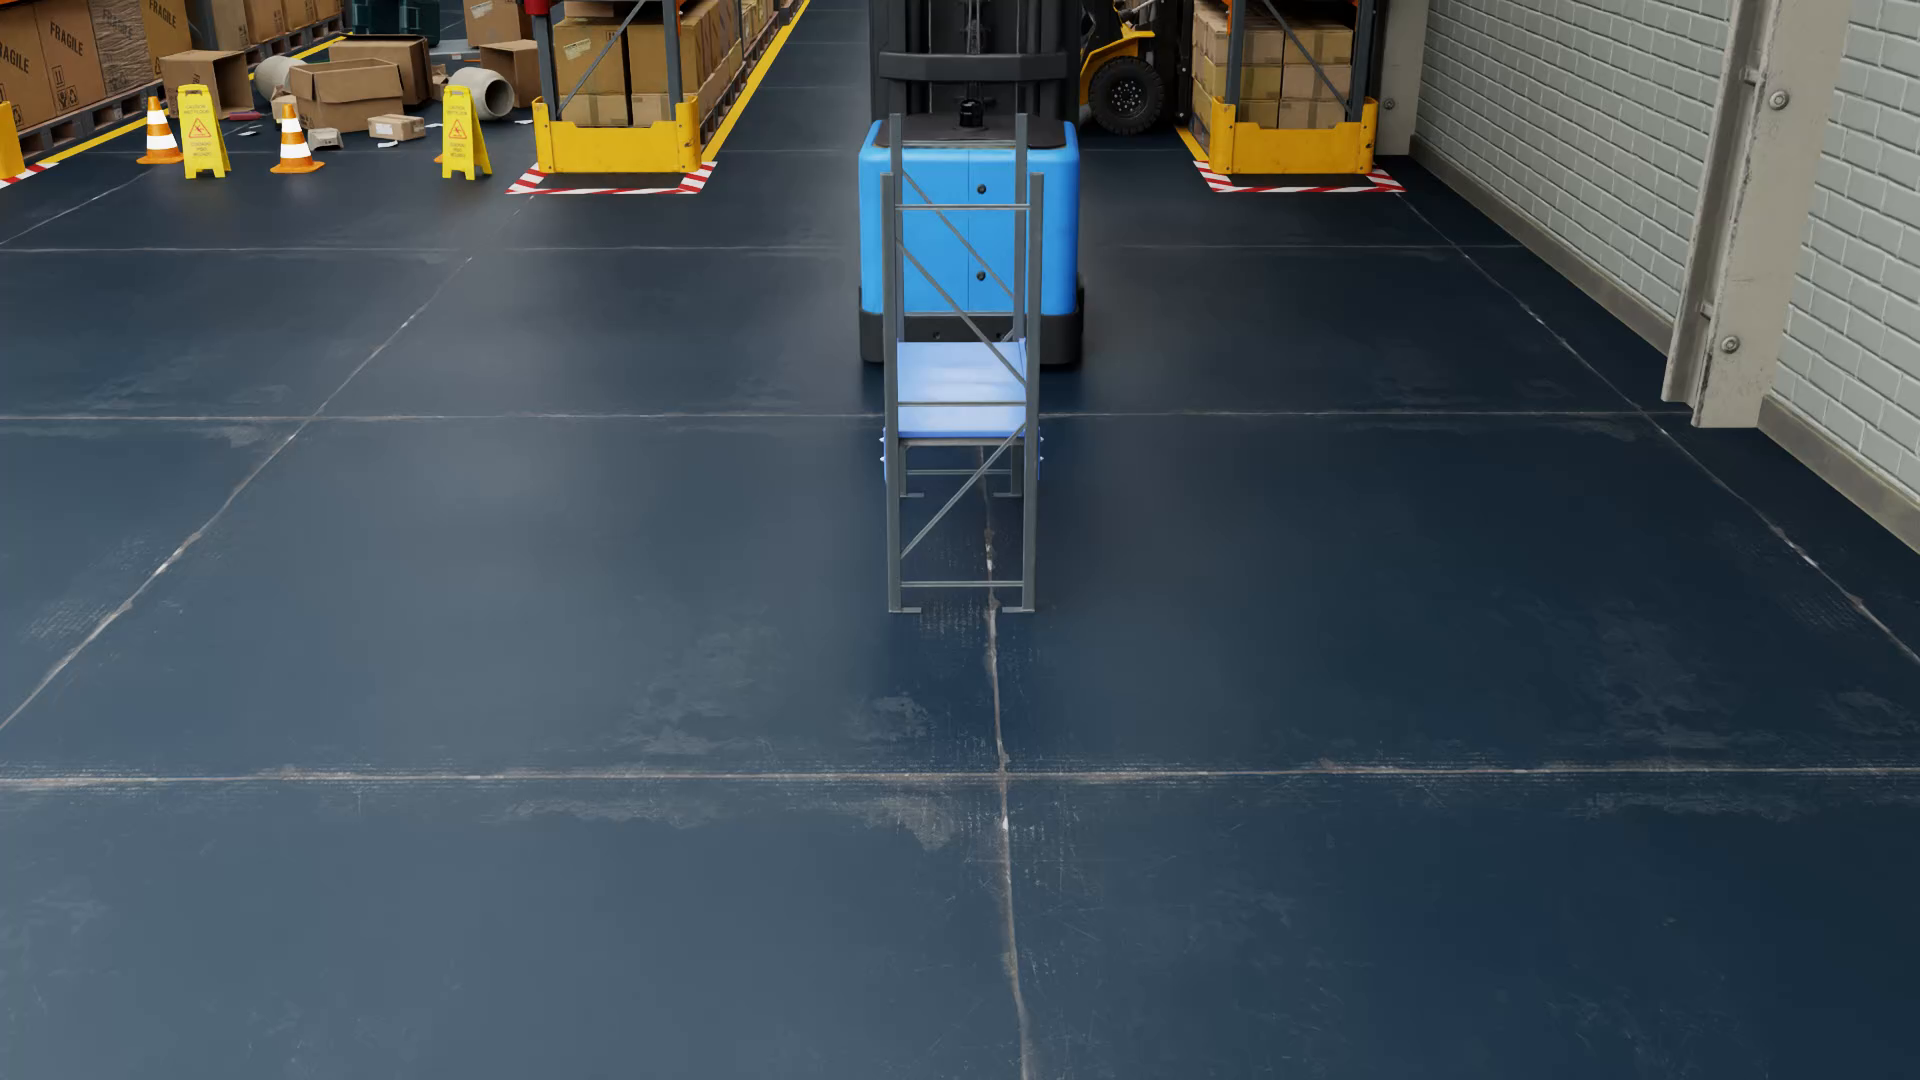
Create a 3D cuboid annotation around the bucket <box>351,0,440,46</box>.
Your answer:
[{"bbox_3d":[-5.205,-4.844,15.448,0.726,0.611,0.620,8,16,18],"label":"bucket"}]

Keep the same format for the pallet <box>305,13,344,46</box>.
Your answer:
[{"bbox_3d":[-7.623,-5.741,18.688,1.003,0.211,1.213,0,24,-1],"label":"pallet"}]

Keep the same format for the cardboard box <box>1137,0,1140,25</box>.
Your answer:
[{"bbox_3d":[2.372,-5.730,17.652,0.875,0.625,0.625,-1,24,-3],"label":"cardboard box"}]

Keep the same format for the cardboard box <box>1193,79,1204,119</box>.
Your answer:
[{"bbox_3d":[2.126,-3.464,13.096,0.500,0.250,0.500,0,24,-1],"label":"cardboard box"}]

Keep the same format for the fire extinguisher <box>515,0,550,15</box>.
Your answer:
[{"bbox_3d":[-2.980,-4.020,11.592,0.296,0.674,0.183,0,24,-1],"label":"fire extinguisher"}]

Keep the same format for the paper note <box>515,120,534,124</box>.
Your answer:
[{"bbox_3d":[-3.676,-3.534,14.026,0.142,0.019,0.148,-9,26,-19],"label":"paper note"}]

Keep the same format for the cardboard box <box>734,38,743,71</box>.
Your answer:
[{"bbox_3d":[-2.288,-4.449,15.273,0.500,0.250,0.500,1,24,2],"label":"cardboard box"}]

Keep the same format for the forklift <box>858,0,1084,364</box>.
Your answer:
[{"bbox_3d":[0.087,-2.735,8.740,1.130,2.935,3.031,1,24,2],"label":"forklift"}]

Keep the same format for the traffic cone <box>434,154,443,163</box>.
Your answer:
[{"bbox_3d":[-3.815,-3.120,12.586,0.336,0.463,0.334,0,24,-1],"label":"traffic cone"}]

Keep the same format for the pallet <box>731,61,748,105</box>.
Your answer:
[{"bbox_3d":[-2.521,-4.205,15.292,1.003,0.211,1.213,0,24,-1],"label":"pallet"}]

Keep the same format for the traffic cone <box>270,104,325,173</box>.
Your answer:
[{"bbox_3d":[-4.921,-2.975,12.265,0.336,0.463,0.334,0,24,-1],"label":"traffic cone"}]

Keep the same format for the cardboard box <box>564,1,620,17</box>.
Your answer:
[{"bbox_3d":[-2.861,-4.160,12.938,0.380,0.149,0.250,0,24,1],"label":"cardboard box"}]

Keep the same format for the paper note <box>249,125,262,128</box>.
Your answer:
[{"bbox_3d":[-5.869,-3.444,13.853,0.032,0.001,0.123,13,27,27],"label":"paper note"}]

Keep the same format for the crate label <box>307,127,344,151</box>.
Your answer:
[{"bbox_3d":[-4.991,-3.150,13.048,0.250,0.136,0.298,-14,28,-28],"label":"crate label"}]

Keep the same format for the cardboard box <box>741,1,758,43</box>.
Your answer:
[{"bbox_3d":[-2.583,-5.259,16.917,0.950,0.372,0.625,1,24,3],"label":"cardboard box"}]

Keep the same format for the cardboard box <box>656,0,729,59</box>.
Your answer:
[{"bbox_3d":[-2.275,-4.370,14.190,0.500,0.500,0.500,1,24,2],"label":"cardboard box"}]

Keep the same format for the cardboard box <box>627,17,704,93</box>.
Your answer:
[{"bbox_3d":[-2.253,-3.728,12.769,0.500,0.500,0.500,-1,24,-2],"label":"cardboard box"}]

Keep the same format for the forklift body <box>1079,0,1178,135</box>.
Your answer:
[{"bbox_3d":[0.598,-4.515,13.622,2.313,2.155,1.214,0,24,-1],"label":"forklift body"}]

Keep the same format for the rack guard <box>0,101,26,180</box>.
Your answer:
[{"bbox_3d":[-7.468,-2.891,12.037,1.175,0.500,0.348,0,24,-1],"label":"rack guard"}]

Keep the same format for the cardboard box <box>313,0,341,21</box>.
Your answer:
[{"bbox_3d":[-7.639,-6.252,18.653,1.050,0.750,0.750,-1,24,-1],"label":"cardboard box"}]

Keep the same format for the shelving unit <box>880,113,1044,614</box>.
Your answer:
[{"bbox_3d":[0.001,-0.648,5.863,0.538,1.500,1.048,0,24,-1],"label":"shelving unit"}]

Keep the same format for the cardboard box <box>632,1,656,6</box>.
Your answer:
[{"bbox_3d":[-2.806,-4.354,14.154,0.500,0.500,0.500,1,24,2],"label":"cardboard box"}]

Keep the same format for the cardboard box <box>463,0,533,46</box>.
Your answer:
[{"bbox_3d":[-4.343,-4.938,15.643,0.500,0.500,0.500,0,24,-1],"label":"cardboard box"}]

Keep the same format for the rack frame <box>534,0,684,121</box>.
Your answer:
[{"bbox_3d":[-2.520,-4.104,11.685,1.000,3.000,0.127,0,24,-1],"label":"rack frame"}]

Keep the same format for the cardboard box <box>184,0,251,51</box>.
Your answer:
[{"bbox_3d":[-7.609,-5.110,16.129,1.050,0.750,0.750,0,24,-1],"label":"cardboard box"}]

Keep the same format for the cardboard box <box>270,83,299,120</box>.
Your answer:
[{"bbox_3d":[-5.652,-3.743,14.203,0.396,0.266,0.258,4,25,9],"label":"cardboard box"}]

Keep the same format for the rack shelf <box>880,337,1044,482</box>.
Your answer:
[{"bbox_3d":[0.001,-0.484,5.937,0.538,0.185,1.000,0,24,-1],"label":"rack shelf"}]

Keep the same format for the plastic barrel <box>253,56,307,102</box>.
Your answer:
[{"bbox_3d":[-5.966,-4.054,14.700,0.512,0.421,0.421,19,30,35],"label":"plastic barrel"}]

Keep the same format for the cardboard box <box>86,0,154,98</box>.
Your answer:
[{"bbox_3d":[-7.562,-4.281,14.144,0.875,0.875,0.875,0,24,0],"label":"cardboard box"}]

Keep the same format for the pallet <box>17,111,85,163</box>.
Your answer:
[{"bbox_3d":[-7.556,-3.099,12.846,1.003,0.211,1.213,0,24,-1],"label":"pallet"}]

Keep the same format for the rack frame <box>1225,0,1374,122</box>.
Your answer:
[{"bbox_3d":[2.443,-4.128,11.737,1.000,3.000,0.127,0,24,-1],"label":"rack frame"}]

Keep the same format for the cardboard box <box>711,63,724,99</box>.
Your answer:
[{"bbox_3d":[-2.269,-3.812,13.864,0.500,0.250,0.500,1,24,3],"label":"cardboard box"}]

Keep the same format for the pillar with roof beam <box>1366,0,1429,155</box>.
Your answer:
[{"bbox_3d":[-0.968,-7.133,11.102,9.100,9.000,0.400,0,24,-1],"label":"pillar with roof beam"}]

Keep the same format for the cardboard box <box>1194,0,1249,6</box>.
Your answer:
[{"bbox_3d":[2.102,-4.338,13.814,0.500,0.250,0.500,-1,24,-2],"label":"cardboard box"}]

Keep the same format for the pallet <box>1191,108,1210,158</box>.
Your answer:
[{"bbox_3d":[2.393,-3.173,13.008,1.003,0.211,1.213,0,24,-1],"label":"pallet"}]

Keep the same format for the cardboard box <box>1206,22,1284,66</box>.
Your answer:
[{"bbox_3d":[2.126,-3.710,12.428,0.500,0.250,0.500,1,24,1],"label":"cardboard box"}]

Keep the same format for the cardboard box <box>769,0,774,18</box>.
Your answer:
[{"bbox_3d":[-2.611,-6.162,18.913,0.950,0.372,0.625,-2,24,-4],"label":"cardboard box"}]

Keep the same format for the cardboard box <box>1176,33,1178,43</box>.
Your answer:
[{"bbox_3d":[2.098,-4.327,14.398,0.500,0.250,0.500,0,24,-1],"label":"cardboard box"}]

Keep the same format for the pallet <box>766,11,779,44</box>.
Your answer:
[{"bbox_3d":[-2.600,-5.808,18.836,1.003,0.211,1.213,0,24,-1],"label":"pallet"}]

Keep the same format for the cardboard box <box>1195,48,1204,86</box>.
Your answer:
[{"bbox_3d":[2.131,-3.700,13.012,0.500,0.250,0.500,0,24,-1],"label":"cardboard box"}]

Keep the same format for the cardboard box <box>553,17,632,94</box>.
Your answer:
[{"bbox_3d":[-2.790,-3.713,12.737,0.500,0.500,0.500,0,24,0],"label":"cardboard box"}]

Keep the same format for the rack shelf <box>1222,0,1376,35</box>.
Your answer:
[{"bbox_3d":[2.422,-4.624,13.708,1.077,0.370,4.000,0,24,-1],"label":"rack shelf"}]

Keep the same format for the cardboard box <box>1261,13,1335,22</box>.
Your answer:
[{"bbox_3d":[2.618,-3.927,12.906,0.500,0.250,0.500,0,24,0],"label":"cardboard box"}]
